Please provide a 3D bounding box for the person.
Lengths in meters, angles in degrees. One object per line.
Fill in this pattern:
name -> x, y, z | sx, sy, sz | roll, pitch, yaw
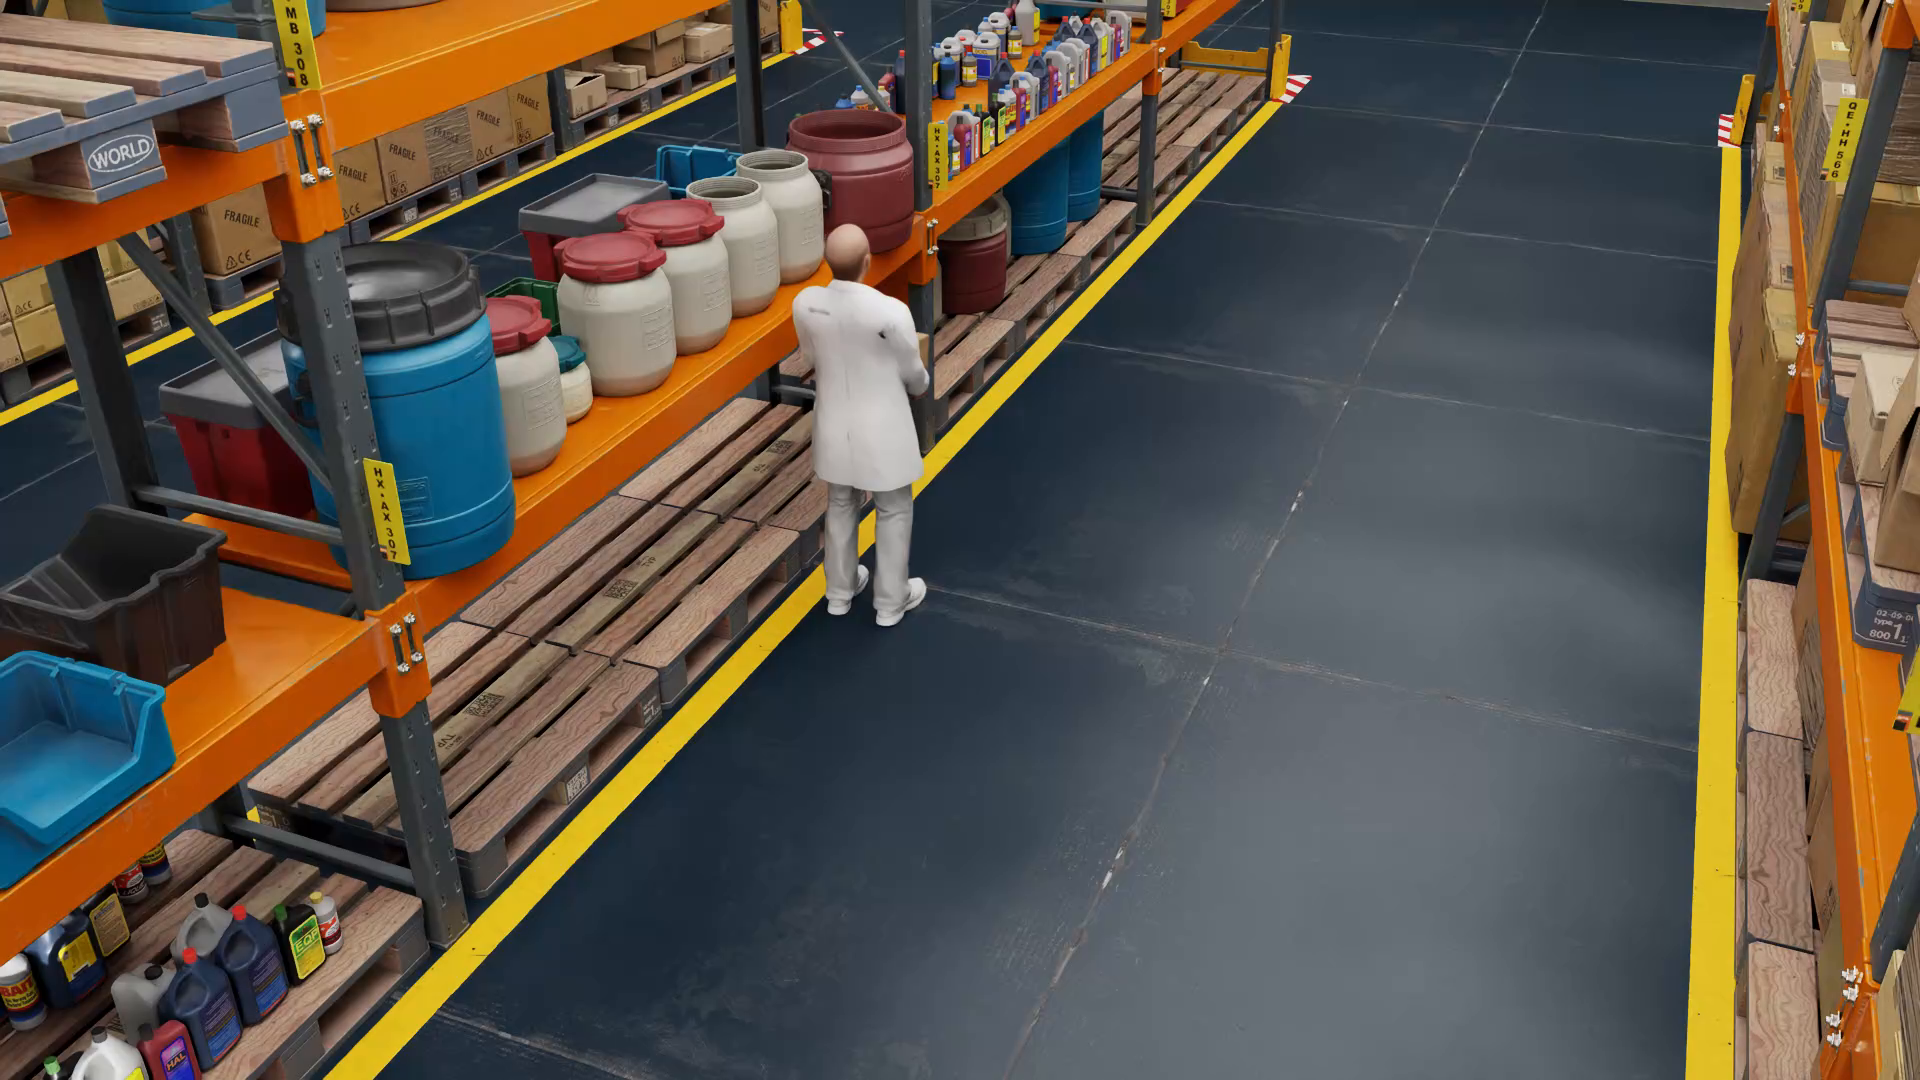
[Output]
person -> -0.371, -0.526, 7.079 | 0.537, 1.777, 0.548 | 11, 31, 19
